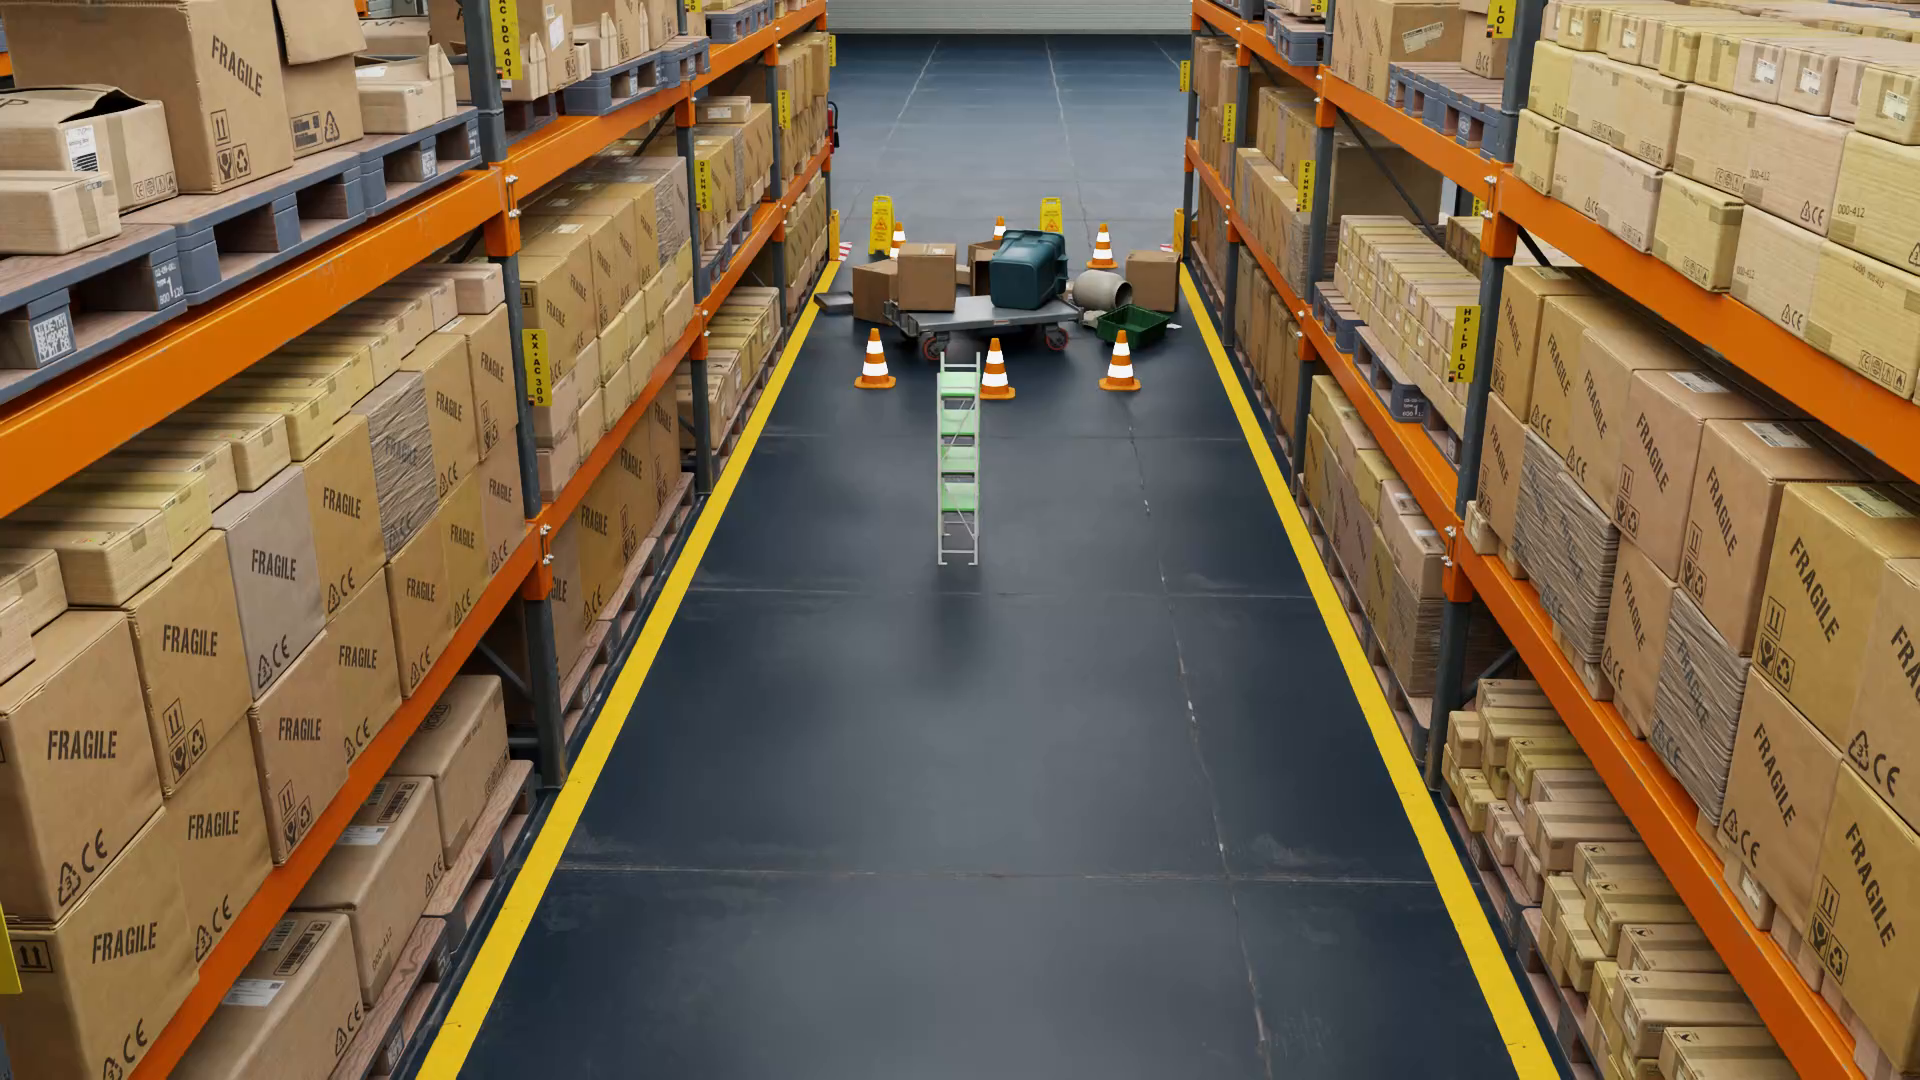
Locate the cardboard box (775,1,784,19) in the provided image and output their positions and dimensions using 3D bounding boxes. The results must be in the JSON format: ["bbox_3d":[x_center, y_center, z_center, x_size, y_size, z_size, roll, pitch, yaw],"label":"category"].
[{"bbox_3d":[-1.750,-4.659,14.591,0.380,0.149,0.250,1,21,2],"label":"cardboard box"}]

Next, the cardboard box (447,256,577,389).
[{"bbox_3d":[-2.013,-0.950,7.311,0.500,0.500,0.500,1,21,2],"label":"cardboard box"}]

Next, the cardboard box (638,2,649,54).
[{"bbox_3d":[-1.884,-2.757,8.948,0.396,0.266,0.258,0,21,0],"label":"cardboard box"}]

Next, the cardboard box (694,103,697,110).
[{"bbox_3d":[-2.371,-3.389,13.986,0.500,0.500,0.500,1,21,3],"label":"cardboard box"}]

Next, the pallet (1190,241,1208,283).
[{"bbox_3d":[3.056,-3.012,18.001,1.003,0.211,1.213,1,21,2],"label":"pallet"}]

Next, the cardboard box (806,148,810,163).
[{"bbox_3d":[-1.715,-3.902,16.787,0.380,0.149,0.250,0,21,1],"label":"cardboard box"}]

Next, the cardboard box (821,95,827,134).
[{"bbox_3d":[-1.690,-4.606,17.704,0.500,0.500,0.500,0,21,1],"label":"cardboard box"}]

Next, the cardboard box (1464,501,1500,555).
[{"bbox_3d":[2.301,-0.048,6.852,0.380,0.149,0.250,1,21,4],"label":"cardboard box"}]

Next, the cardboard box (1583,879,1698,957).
[{"bbox_3d":[2.346,1.279,5.623,0.380,0.149,0.250,1,21,2],"label":"cardboard box"}]

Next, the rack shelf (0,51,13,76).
[{"bbox_3d":[-7.093,-3.567,12.424,1.077,0.370,4.000,1,21,2],"label":"rack shelf"}]

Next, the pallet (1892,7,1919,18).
[{"bbox_3d":[7.681,-3.779,12.234,1.213,0.211,1.003,1,21,2],"label":"pallet"}]

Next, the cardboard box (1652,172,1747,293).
[{"bbox_3d":[2.298,-0.869,4.683,0.500,0.250,0.500,2,21,4],"label":"cardboard box"}]

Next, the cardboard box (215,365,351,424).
[{"bbox_3d":[-2.100,-0.431,5.076,0.380,0.149,0.250,1,21,2],"label":"cardboard box"}]

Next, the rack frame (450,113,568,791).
[{"bbox_3d":[-2.314,-0.281,7.108,1.000,3.000,0.127,1,21,2],"label":"rack frame"}]

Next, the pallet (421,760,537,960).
[{"bbox_3d":[-2.415,1.293,6.906,1.003,0.211,1.213,1,21,2],"label":"pallet"}]

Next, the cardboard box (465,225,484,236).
[{"bbox_3d":[-2.508,-1.329,8.286,0.500,0.500,0.500,1,21,3],"label":"cardboard box"}]

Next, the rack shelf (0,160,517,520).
[{"bbox_3d":[-2.375,-0.621,4.831,1.077,0.370,4.000,1,21,2],"label":"rack shelf"}]

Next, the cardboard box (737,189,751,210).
[{"bbox_3d":[-1.856,-2.695,13.094,0.380,0.149,0.250,1,21,2],"label":"cardboard box"}]

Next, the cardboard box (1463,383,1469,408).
[{"bbox_3d":[2.452,-0.627,7.354,0.380,0.149,0.250,1,21,3],"label":"cardboard box"}]

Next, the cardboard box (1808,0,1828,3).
[{"bbox_3d":[7.588,-4.561,14.198,0.500,0.250,0.500,1,21,4],"label":"cardboard box"}]

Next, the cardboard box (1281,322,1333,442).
[{"bbox_3d":[2.867,-1.076,11.685,1.050,0.750,0.750,0,21,1],"label":"cardboard box"}]

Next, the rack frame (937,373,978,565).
[{"bbox_3d":[-0.012,-0.411,9.930,0.240,1.200,0.015,1,21,2],"label":"rack frame"}]

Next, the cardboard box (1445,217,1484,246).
[{"bbox_3d":[3.202,-1.884,10.181,0.380,0.149,0.250,0,21,0],"label":"cardboard box"}]

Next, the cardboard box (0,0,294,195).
[{"bbox_3d":[-2.224,-1.250,4.600,0.500,0.500,0.500,1,21,3],"label":"cardboard box"}]

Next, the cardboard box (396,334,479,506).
[{"bbox_3d":[-2.076,-0.437,5.989,0.500,0.500,0.500,0,21,1],"label":"cardboard box"}]

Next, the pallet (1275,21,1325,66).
[{"bbox_3d":[2.725,-3.254,10.882,1.213,0.211,1.003,2,21,4],"label":"pallet"}]

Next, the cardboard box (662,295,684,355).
[{"bbox_3d":[-1.948,-1.287,9.907,0.500,0.250,0.500,1,21,3],"label":"cardboard box"}]

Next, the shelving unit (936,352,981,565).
[{"bbox_3d":[-0.005,-0.500,10.158,0.258,1.200,0.503,1,21,2],"label":"shelving unit"}]

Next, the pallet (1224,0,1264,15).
[{"bbox_3d":[2.916,-4.809,14.752,1.003,0.211,1.213,1,21,2],"label":"pallet"}]

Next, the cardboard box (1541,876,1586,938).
[{"bbox_3d":[2.303,1.327,5.912,0.380,0.149,0.250,0,21,1],"label":"cardboard box"}]

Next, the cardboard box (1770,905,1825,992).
[{"bbox_3d":[2.280,0.999,4.156,0.380,0.149,0.250,0,21,1],"label":"cardboard box"}]

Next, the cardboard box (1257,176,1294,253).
[{"bbox_3d":[2.547,-2.469,12.606,0.500,0.500,0.500,1,21,2],"label":"cardboard box"}]

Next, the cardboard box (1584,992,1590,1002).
[{"bbox_3d":[2.374,1.563,5.714,0.380,0.149,0.250,1,21,3],"label":"cardboard box"}]

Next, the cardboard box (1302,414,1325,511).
[{"bbox_3d":[2.482,-0.487,10.513,0.500,0.500,0.500,0,21,-1],"label":"cardboard box"}]

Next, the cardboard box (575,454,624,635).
[{"bbox_3d":[-2.355,-0.038,8.838,0.875,0.875,0.875,1,21,3],"label":"cardboard box"}]

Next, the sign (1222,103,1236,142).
[{"bbox_3d":[2.325,-3.602,14.360,0.100,0.325,0.005,1,21,2],"label":"sign"}]

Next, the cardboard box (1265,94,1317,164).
[{"bbox_3d":[2.857,-3.303,13.375,0.700,0.500,0.500,0,21,1],"label":"cardboard box"}]

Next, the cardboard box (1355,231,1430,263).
[{"bbox_3d":[2.533,-1.715,9.747,0.380,0.149,0.250,1,21,1],"label":"cardboard box"}]

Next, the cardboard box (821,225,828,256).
[{"bbox_3d":[-1.705,-3.230,17.928,0.500,0.250,0.500,1,21,1],"label":"cardboard box"}]

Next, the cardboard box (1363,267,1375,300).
[{"bbox_3d":[2.525,-1.469,9.523,0.380,0.149,0.250,1,21,2],"label":"cardboard box"}]

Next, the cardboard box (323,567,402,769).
[{"bbox_3d":[-2.114,0.400,5.214,0.500,0.500,0.500,1,21,3],"label":"cardboard box"}]

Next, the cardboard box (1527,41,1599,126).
[{"bbox_3d":[2.382,-1.654,6.014,0.500,0.250,0.500,1,21,3],"label":"cardboard box"}]

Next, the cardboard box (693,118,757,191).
[{"bbox_3d":[-1.891,-3.020,13.035,0.500,0.500,0.500,1,21,3],"label":"cardboard box"}]

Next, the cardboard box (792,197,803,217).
[{"bbox_3d":[-1.705,-3.181,15.867,0.380,0.149,0.250,1,21,4],"label":"cardboard box"}]

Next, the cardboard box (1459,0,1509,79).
[{"bbox_3d":[2.815,-2.463,7.860,0.797,0.503,0.637,0,21,1],"label":"cardboard box"}]

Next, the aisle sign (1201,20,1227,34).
[{"bbox_3d":[2.704,-5.843,17.848,0.394,0.787,0.004,1,21,2],"label":"aisle sign"}]

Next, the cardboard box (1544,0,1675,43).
[{"bbox_3d":[2.386,-1.908,6.119,0.380,0.149,0.250,0,21,1],"label":"cardboard box"}]

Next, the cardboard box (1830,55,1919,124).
[{"bbox_3d":[2.312,-1.057,3.924,0.380,0.149,0.250,0,21,0],"label":"cardboard box"}]

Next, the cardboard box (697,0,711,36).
[{"bbox_3d":[-2.174,-3.726,11.696,0.797,0.503,0.637,1,21,2],"label":"cardboard box"}]

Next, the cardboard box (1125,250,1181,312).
[{"bbox_3d":[1.902,-2.564,16.444,0.500,0.500,0.500,4,22,11],"label":"cardboard box"}]

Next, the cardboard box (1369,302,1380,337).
[{"bbox_3d":[2.515,-1.240,9.346,0.380,0.149,0.250,1,21,3],"label":"cardboard box"}]

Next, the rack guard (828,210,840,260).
[{"bbox_3d":[-1.951,-3.427,18.671,1.175,0.500,0.348,1,21,2],"label":"rack guard"}]

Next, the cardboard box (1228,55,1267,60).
[{"bbox_3d":[2.980,-4.256,15.652,0.875,0.550,0.550,1,21,2],"label":"cardboard box"}]

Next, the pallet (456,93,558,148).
[{"bbox_3d":[-2.335,-1.923,7.455,0.805,0.209,1.217,0,21,-1],"label":"pallet"}]

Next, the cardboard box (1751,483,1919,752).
[{"bbox_3d":[2.296,0.180,3.987,0.500,0.500,0.500,0,21,0],"label":"cardboard box"}]
